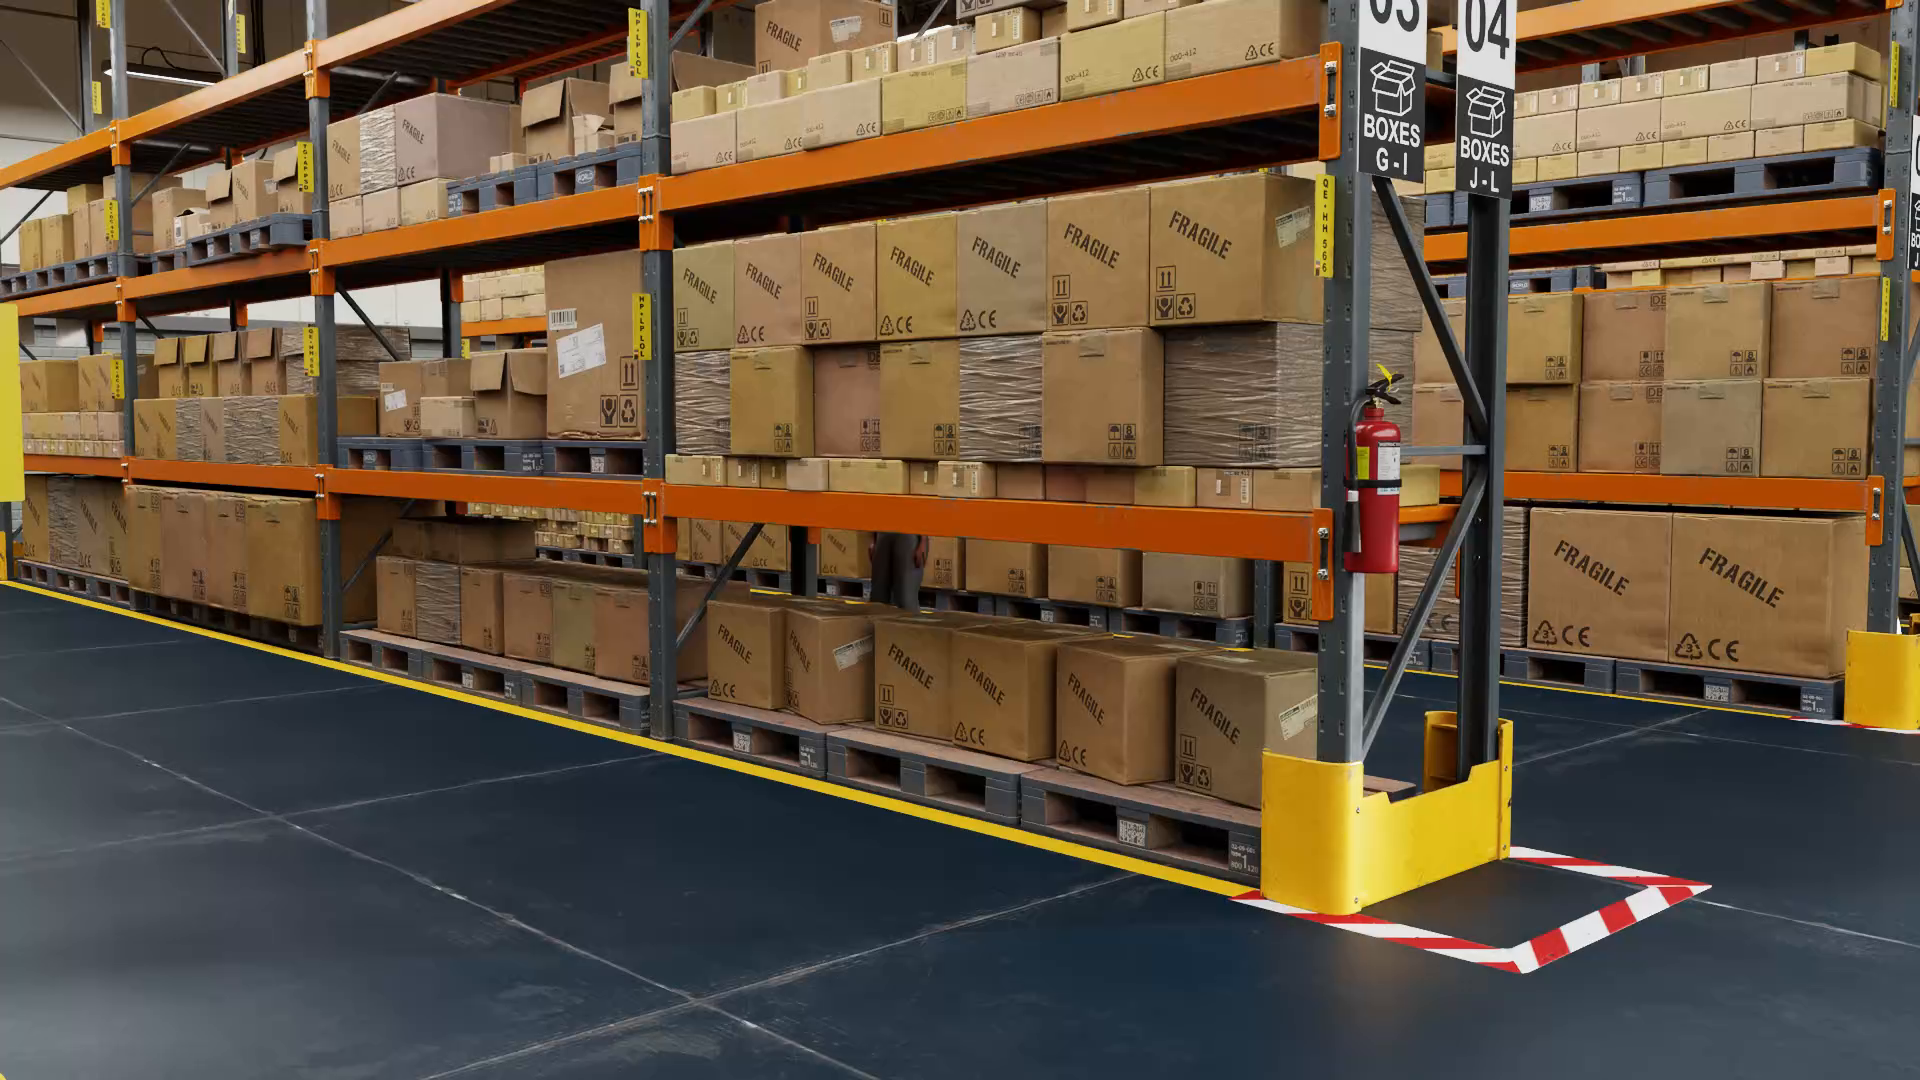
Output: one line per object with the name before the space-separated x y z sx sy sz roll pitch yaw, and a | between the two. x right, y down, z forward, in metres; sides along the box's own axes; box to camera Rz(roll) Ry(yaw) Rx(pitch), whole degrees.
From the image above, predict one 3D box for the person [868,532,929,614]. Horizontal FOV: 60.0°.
person | -0.405 0.028 10.689 0.518 1.653 0.351 4 6 43
